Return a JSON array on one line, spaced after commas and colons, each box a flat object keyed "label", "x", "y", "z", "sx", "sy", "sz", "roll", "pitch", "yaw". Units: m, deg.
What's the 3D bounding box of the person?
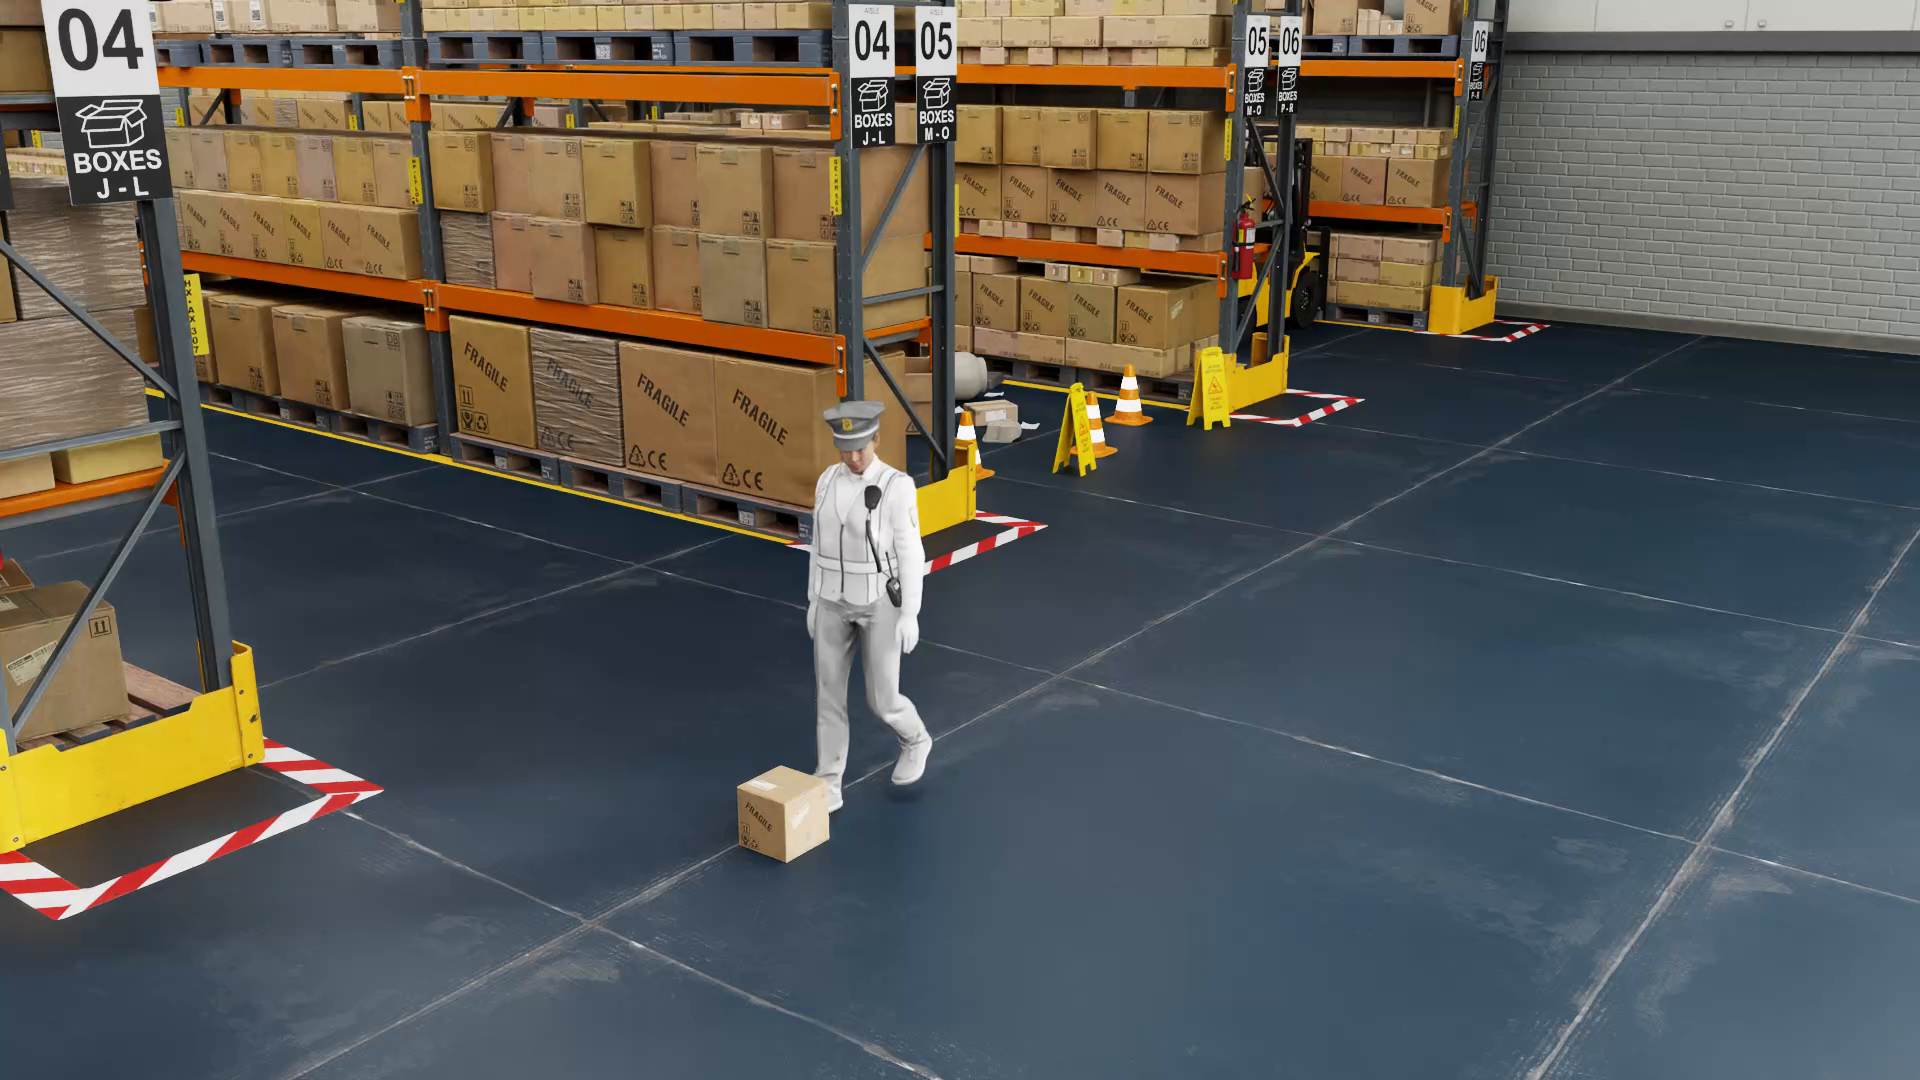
[{"label": "person", "x": -0.409, "y": 0.274, "z": 6.577, "sx": 0.513, "sy": 1.643, "sz": 0.702, "roll": 9, "pitch": 19, "yaw": 26}]
